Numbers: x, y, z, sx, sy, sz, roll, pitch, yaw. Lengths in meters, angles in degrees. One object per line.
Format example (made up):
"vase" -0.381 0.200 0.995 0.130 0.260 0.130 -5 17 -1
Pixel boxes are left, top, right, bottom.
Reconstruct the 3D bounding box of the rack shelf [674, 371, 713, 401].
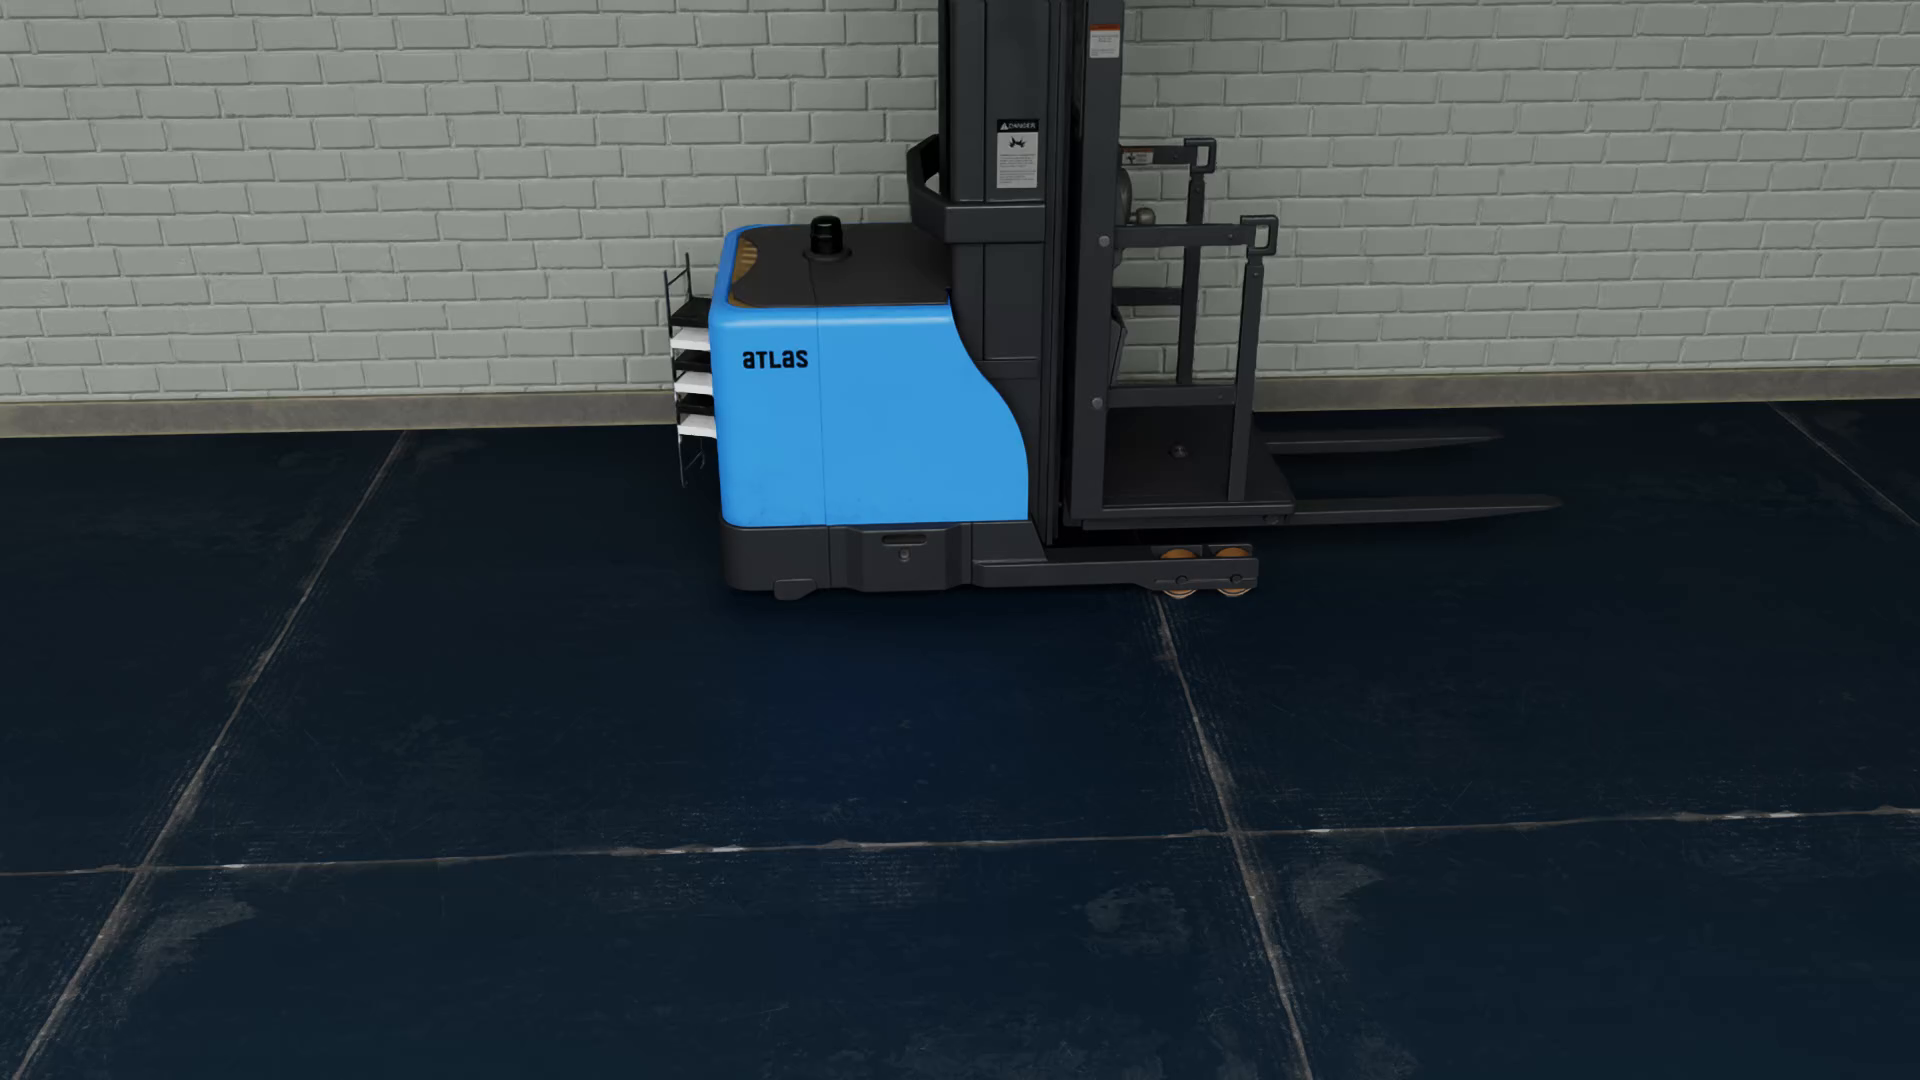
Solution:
"rack shelf" -0.982 -0.621 6.539 0.200 0.077 0.258 6 28 12

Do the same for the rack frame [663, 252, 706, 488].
"rack frame" -1.080 -0.661 6.545 0.006 0.900 0.240 6 28 12

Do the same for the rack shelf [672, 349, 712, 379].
"rack shelf" -0.982 -0.701 6.497 0.200 0.077 0.258 6 28 12

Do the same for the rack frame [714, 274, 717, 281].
"rack frame" -0.883 -0.640 6.502 0.006 0.900 0.240 6 28 12

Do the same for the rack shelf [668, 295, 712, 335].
"rack shelf" -0.982 -0.860 6.414 0.200 0.077 0.258 6 28 12

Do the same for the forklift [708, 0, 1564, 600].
"forklift" 0.654 -1.341 5.653 3.031 2.935 1.130 -2 28 -3

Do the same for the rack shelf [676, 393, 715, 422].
"rack shelf" -0.981 -0.541 6.580 0.200 0.077 0.258 6 28 12

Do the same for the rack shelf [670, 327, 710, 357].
"rack shelf" -0.982 -0.781 6.455 0.200 0.077 0.258 6 28 12

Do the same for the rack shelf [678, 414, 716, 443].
"rack shelf" -0.981 -0.461 6.622 0.200 0.077 0.258 6 28 12

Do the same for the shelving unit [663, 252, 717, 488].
"shelving unit" -0.982 -0.650 6.523 0.210 0.900 0.258 6 28 12
